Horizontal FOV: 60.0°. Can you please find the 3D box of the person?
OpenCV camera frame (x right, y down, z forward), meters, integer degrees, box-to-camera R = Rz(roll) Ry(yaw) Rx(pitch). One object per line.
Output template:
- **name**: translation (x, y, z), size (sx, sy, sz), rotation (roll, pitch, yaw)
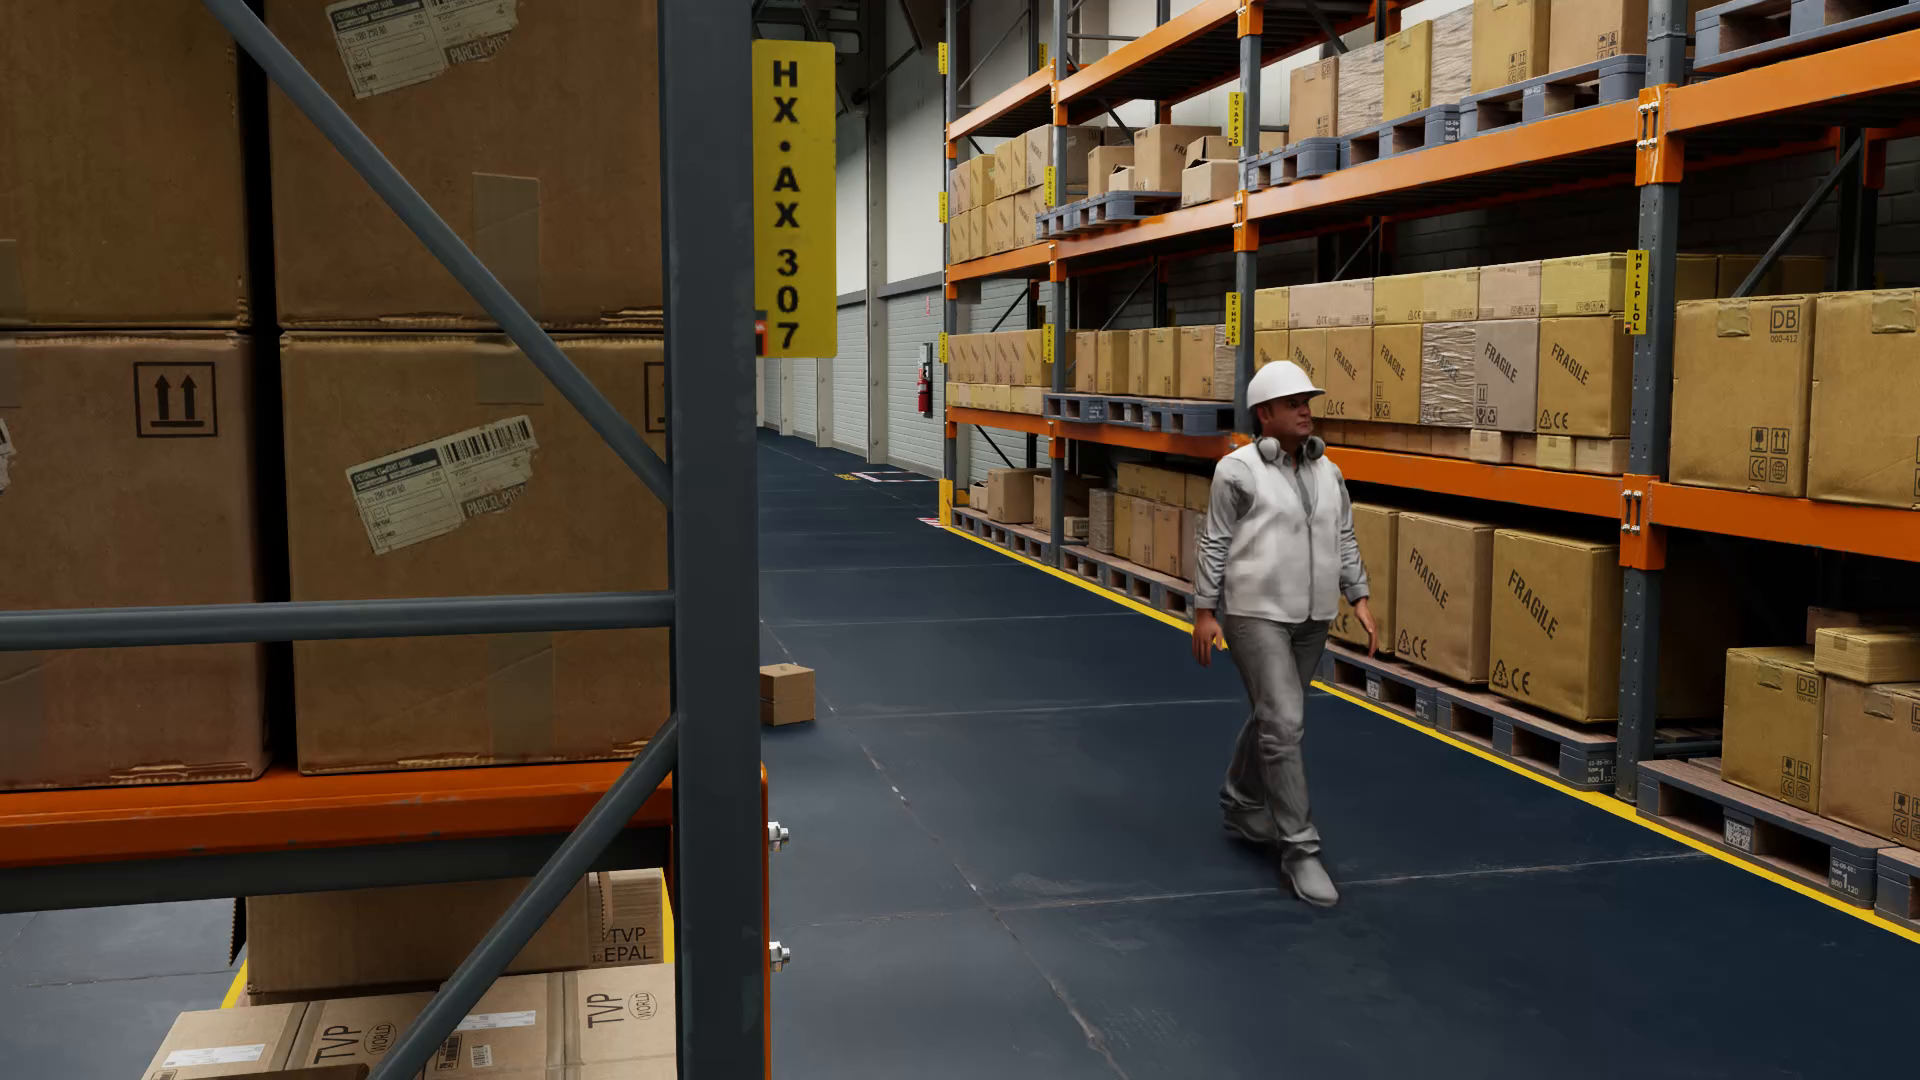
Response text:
- **person**: translation (1.151, 0.270, 5.766), size (0.592, 1.773, 0.850), rotation (-3, 7, -28)
